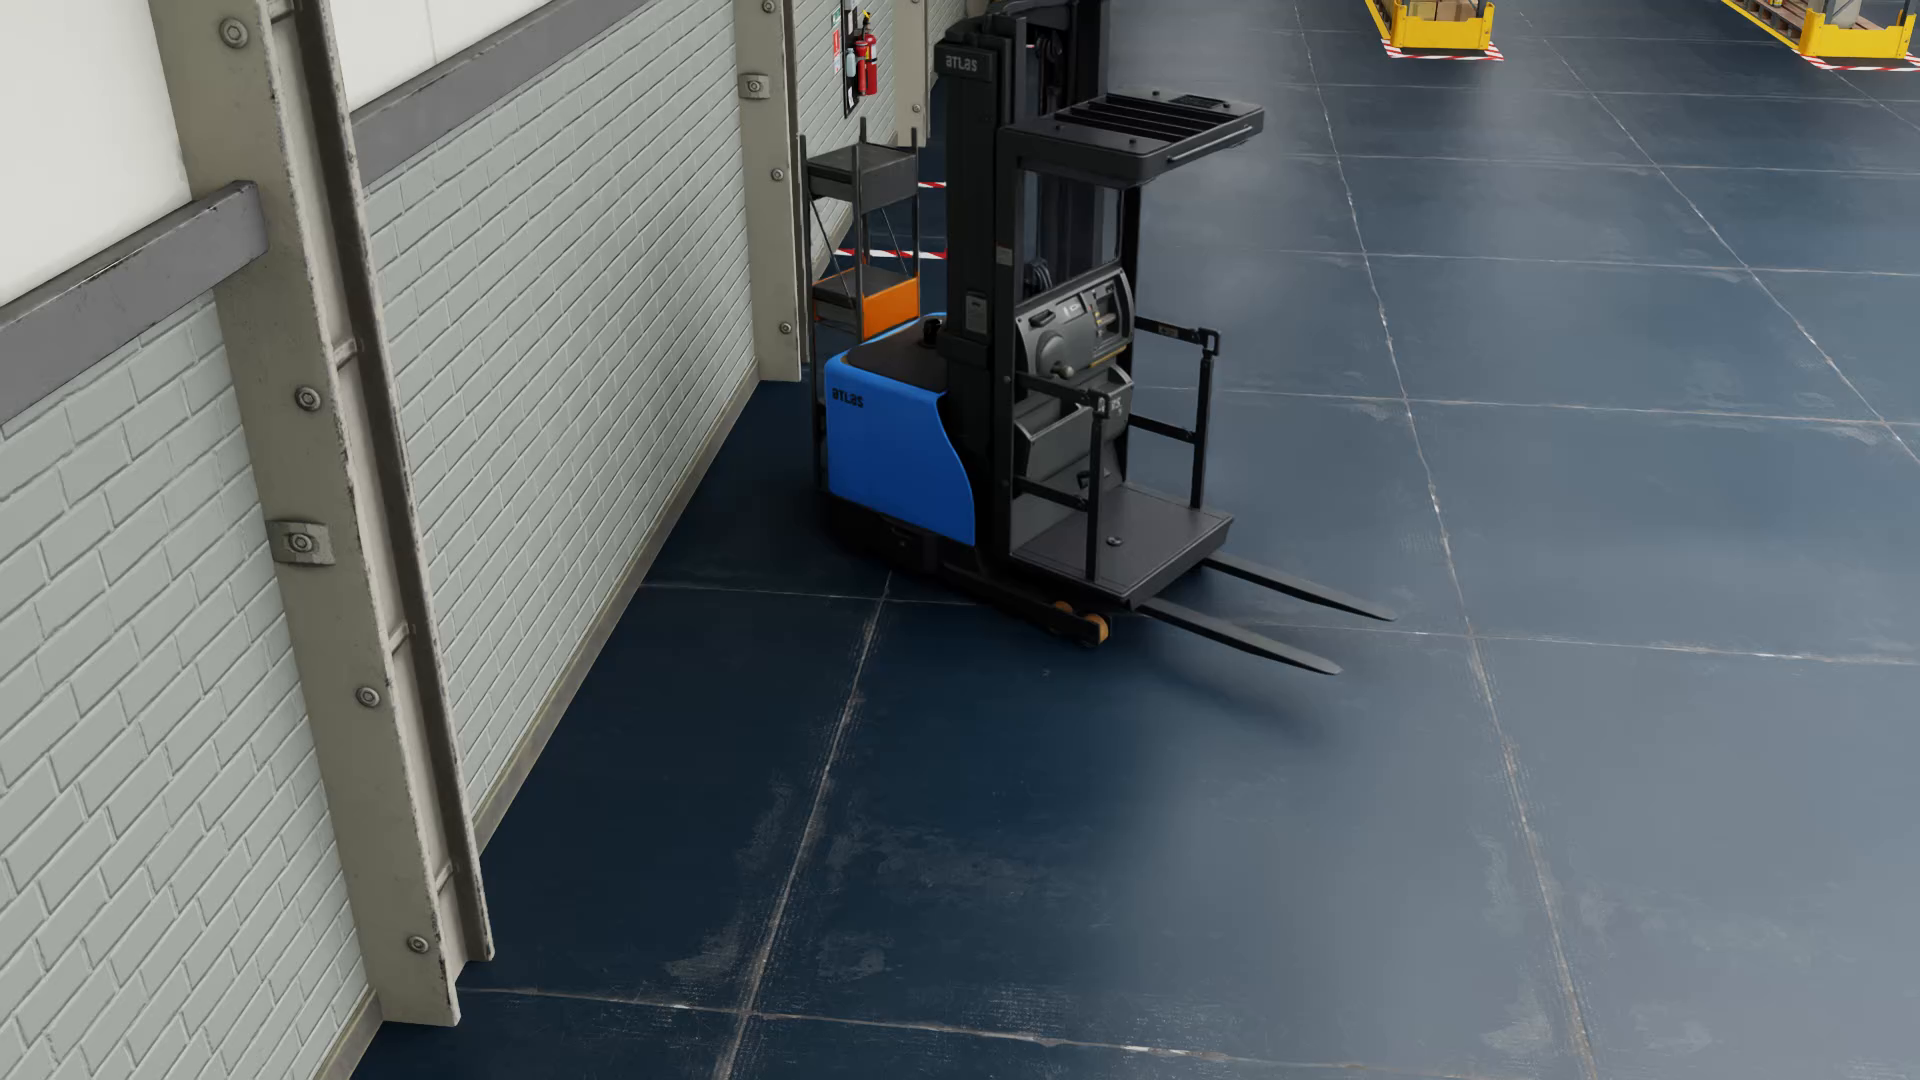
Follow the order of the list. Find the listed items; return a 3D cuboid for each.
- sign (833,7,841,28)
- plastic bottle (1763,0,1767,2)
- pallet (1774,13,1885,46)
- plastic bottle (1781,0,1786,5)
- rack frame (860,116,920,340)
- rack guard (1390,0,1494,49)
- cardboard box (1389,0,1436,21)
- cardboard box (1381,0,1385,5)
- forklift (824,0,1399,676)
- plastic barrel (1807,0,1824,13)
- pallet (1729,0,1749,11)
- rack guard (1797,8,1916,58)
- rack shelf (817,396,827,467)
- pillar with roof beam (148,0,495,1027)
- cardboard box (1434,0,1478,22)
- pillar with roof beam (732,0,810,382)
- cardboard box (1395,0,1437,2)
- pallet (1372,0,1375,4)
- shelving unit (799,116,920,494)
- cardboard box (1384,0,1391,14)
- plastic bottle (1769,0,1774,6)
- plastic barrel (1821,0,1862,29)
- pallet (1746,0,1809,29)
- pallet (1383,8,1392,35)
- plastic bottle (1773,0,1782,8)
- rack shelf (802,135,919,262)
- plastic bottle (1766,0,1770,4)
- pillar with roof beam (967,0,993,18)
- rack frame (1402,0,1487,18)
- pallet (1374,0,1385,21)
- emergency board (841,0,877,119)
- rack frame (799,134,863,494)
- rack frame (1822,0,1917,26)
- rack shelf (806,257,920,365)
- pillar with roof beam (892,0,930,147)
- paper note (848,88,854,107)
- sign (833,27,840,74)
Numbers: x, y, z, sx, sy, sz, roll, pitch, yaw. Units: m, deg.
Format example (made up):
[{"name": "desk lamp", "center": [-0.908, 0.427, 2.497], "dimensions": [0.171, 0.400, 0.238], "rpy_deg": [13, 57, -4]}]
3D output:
[{"name": "sign", "center": [-0.978, -4.152, 13.198], "dimensions": [0.001, 0.109, 0.331], "rpy_deg": [3, 28, 6]}, {"name": "plastic bottle", "center": [10.728, -7.252, 21.957], "dimensions": [0.152, 0.276, 0.135], "rpy_deg": [3, 28, 5]}, {"name": "pallet", "center": [10.931, -6.378, 20.867], "dimensions": [1.003, 0.211, 1.213], "rpy_deg": [3, 28, 6]}, {"name": "plastic bottle", "center": [10.817, -7.184, 21.823], "dimensions": [0.061, 0.283, 0.133], "rpy_deg": [3, 28, 6]}, {"name": "rack frame", "center": [-0.389, -1.347, 9.537], "dimensions": [0.400, 2.100, 0.015], "rpy_deg": [20, 34, 33]}, {"name": "rack guard", "center": [5.945, -6.363, 20.534], "dimensions": [1.175, 0.500, 0.348], "rpy_deg": [3, 28, 6]}, {"name": "cardboard box", "center": [5.720, -6.719, 21.016], "dimensions": [0.500, 0.250, 0.500], "rpy_deg": [3, 28, 6]}, {"name": "cardboard box", "center": [5.829, -7.191, 21.891], "dimensions": [0.500, 0.250, 0.500], "rpy_deg": [3, 28, 6]}, {"name": "forklift", "center": [0.740, -1.042, 8.094], "dimensions": [3.031, 2.935, 1.130], "rpy_deg": [20, 34, 33]}, {"name": "plastic barrel", "center": [10.929, -6.825, 20.937], "dimensions": [0.421, 0.512, 0.421], "rpy_deg": [0, 28, 0]}, {"name": "pallet", "center": [11.230, -7.527, 22.999], "dimensions": [1.003, 0.211, 1.213], "rpy_deg": [3, 28, 6]}, {"name": "rack guard", "center": [10.826, -6.124, 20.089], "dimensions": [1.175, 0.500, 0.348], "rpy_deg": [3, 28, 6]}, {"name": "rack shelf", "center": [-0.539, -0.628, 9.706], "dimensions": [0.431, 0.518, 0.480], "rpy_deg": [20, 34, 33]}, {"name": "pillar with roof beam", "center": [2.325, -2.059, 3.584], "dimensions": [9.100, 9.000, 0.400], "rpy_deg": [3, 28, 6]}, {"name": "cardboard box", "center": [6.234, -6.689, 20.960], "dimensions": [0.500, 0.250, 0.500], "rpy_deg": [3, 28, 6]}, {"name": "pillar with roof beam", "center": [3.060, -4.883, 8.827], "dimensions": [9.100, 9.000, 0.400], "rpy_deg": [3, 28, 6]}, {"name": "cardboard box", "center": [5.718, -7.049, 20.838], "dimensions": [0.500, 0.500, 0.500], "rpy_deg": [3, 28, 6]}, {"name": "pallet", "center": [6.299, -7.759, 23.429], "dimensions": [1.003, 0.211, 1.213], "rpy_deg": [3, 28, 6]}, {"name": "shelving unit", "center": [-0.539, -1.256, 9.368], "dimensions": [0.431, 2.100, 0.503], "rpy_deg": [20, 34, 33]}, {"name": "cardboard box", "center": [5.769, -6.955, 21.454], "dimensions": [0.500, 0.250, 0.500], "rpy_deg": [3, 28, 6]}, {"name": "plastic bottle", "center": [10.649, -7.129, 21.721], "dimensions": [0.061, 0.283, 0.133], "rpy_deg": [4, 29, 7]}, {"name": "plastic barrel", "center": [10.868, -6.589, 20.499], "dimensions": [0.421, 0.512, 0.421], "rpy_deg": [0, 28, 0]}, {"name": "pallet", "center": [11.083, -6.951, 21.930], "dimensions": [1.003, 0.211, 1.213], "rpy_deg": [3, 28, 6]}, {"name": "pallet", "center": [6.000, -6.610, 21.297], "dimensions": [1.003, 0.211, 1.213], "rpy_deg": [3, 28, 6]}, {"name": "plastic bottle", "center": [10.653, -7.037, 21.636], "dimensions": [0.097, 0.201, 0.097], "rpy_deg": [0, 28, 0]}, {"name": "rack shelf", "center": [-0.539, -1.860, 9.042], "dimensions": [0.431, 0.518, 0.480], "rpy_deg": [20, 34, 33]}, {"name": "plastic bottle", "center": [10.711, -7.187, 21.836], "dimensions": [0.152, 0.276, 0.135], "rpy_deg": [4, 29, 7]}, {"name": "pillar with roof beam", "center": [4.531, -10.532, 19.311], "dimensions": [9.100, 9.000, 0.400], "rpy_deg": [3, 28, 6]}, {"name": "rack frame", "center": [5.948, -7.475, 19.963], "dimensions": [1.000, 3.000, 0.127], "rpy_deg": [3, 28, 6]}, {"name": "pallet", "center": [6.152, -7.183, 22.360], "dimensions": [1.003, 0.211, 1.213], "rpy_deg": [3, 28, 6]}, {"name": "emergency board", "center": [-0.818, -4.156, 13.801], "dimensions": [0.194, 1.169, 0.643], "rpy_deg": [3, 28, 6]}, {"name": "rack frame", "center": [-0.690, -1.165, 9.198], "dimensions": [0.400, 2.100, 0.015], "rpy_deg": [20, 34, 33]}, {"name": "rack frame", "center": [10.863, -7.186, 19.425], "dimensions": [1.000, 3.000, 0.127], "rpy_deg": [3, 28, 6]}, {"name": "rack shelf", "center": [-0.539, -1.244, 9.374], "dimensions": [0.431, 0.518, 0.480], "rpy_deg": [20, 34, 33]}, {"name": "pillar with roof beam", "center": [3.795, -7.708, 14.069], "dimensions": [9.100, 9.000, 0.400], "rpy_deg": [3, 28, 6]}, {"name": "paper note", "center": [-0.908, -3.689, 13.863], "dimensions": [0.016, 0.148, 0.142], "rpy_deg": [3, 28, 6]}, {"name": "sign", "center": [-0.988, -3.917, 13.321], "dimensions": [0.001, 0.329, 0.234], "rpy_deg": [3, 28, 6]}]
